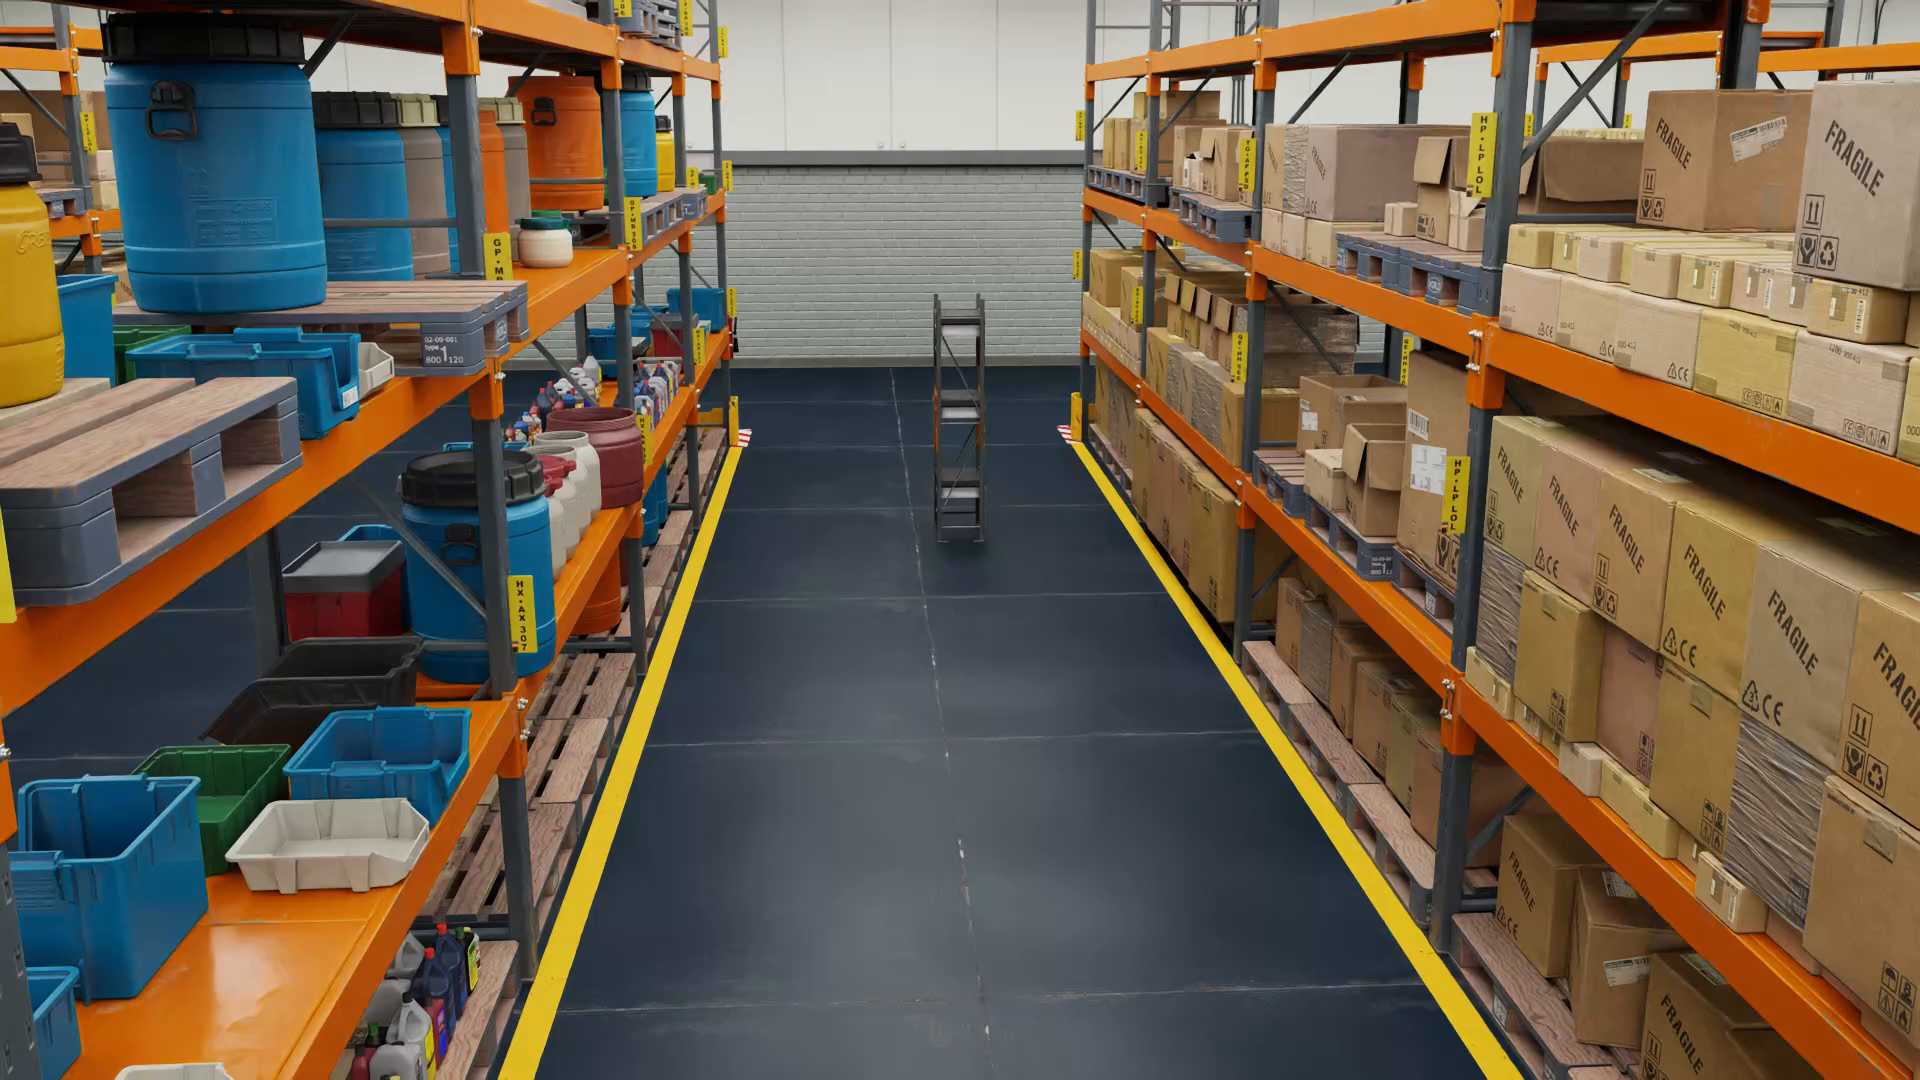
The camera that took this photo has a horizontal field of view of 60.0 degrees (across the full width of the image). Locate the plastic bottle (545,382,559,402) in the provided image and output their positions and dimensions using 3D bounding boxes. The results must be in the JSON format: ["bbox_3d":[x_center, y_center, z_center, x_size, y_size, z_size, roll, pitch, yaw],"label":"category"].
[{"bbox_3d":[-3.090,-1.026,12.593,0.144,0.351,0.185,-1,14,-3],"label":"plastic bottle"}]

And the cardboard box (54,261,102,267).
[{"bbox_3d":[-8.096,-2.253,15.057,0.500,0.500,0.500,-1,14,-5],"label":"cardboard box"}]

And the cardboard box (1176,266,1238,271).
[{"bbox_3d":[2.318,-2.304,15.659,0.500,0.500,0.500,-1,14,-3],"label":"cardboard box"}]

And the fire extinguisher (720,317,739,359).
[{"bbox_3d":[-2.631,-2.368,18.615,0.296,0.674,0.183,-1,14,-3],"label":"fire extinguisher"}]

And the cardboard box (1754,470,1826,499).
[{"bbox_3d":[2.976,0.046,5.525,0.500,0.500,0.500,-1,14,-3],"label":"cardboard box"}]

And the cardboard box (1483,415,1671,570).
[{"bbox_3d":[2.386,-0.195,6.459,0.500,0.500,0.500,-1,14,-3],"label":"cardboard box"}]

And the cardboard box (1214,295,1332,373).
[{"bbox_3d":[2.297,-1.507,12.150,0.797,0.503,0.637,-1,14,-2],"label":"cardboard box"}]

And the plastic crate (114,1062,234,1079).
[{"bbox_3d":[-1.819,1.338,3.837,0.298,0.136,0.250,-1,14,-3],"label":"plastic crate"}]

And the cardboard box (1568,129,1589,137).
[{"bbox_3d":[6.574,-4.208,17.340,0.380,0.149,0.250,-1,14,-3],"label":"cardboard box"}]

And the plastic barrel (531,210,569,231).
[{"bbox_3d":[-2.514,-1.869,10.063,0.294,0.245,0.294,0,14,0],"label":"plastic barrel"}]

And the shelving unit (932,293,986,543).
[{"bbox_3d":[-0.010,-1.058,14.425,0.431,2.100,0.503,-1,14,-3],"label":"shelving unit"}]

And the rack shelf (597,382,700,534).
[{"bbox_3d":[-2.704,-0.701,12.676,1.077,0.370,4.000,-1,14,-3],"label":"rack shelf"}]

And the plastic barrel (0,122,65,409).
[{"bbox_3d":[-2.282,-0.591,3.565,0.600,0.588,0.600,0,14,0],"label":"plastic barrel"}]

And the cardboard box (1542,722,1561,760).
[{"bbox_3d":[2.395,0.732,6.166,0.380,0.149,0.250,-1,14,-3],"label":"cardboard box"}]

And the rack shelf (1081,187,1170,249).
[{"bbox_3d":[1.992,-3.225,16.466,1.077,0.370,4.000,-1,14,-3],"label":"rack shelf"}]

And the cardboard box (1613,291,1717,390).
[{"bbox_3d":[2.442,-0.643,5.286,0.500,0.250,0.500,-1,15,-6],"label":"cardboard box"}]

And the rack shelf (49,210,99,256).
[{"bbox_3d":[-7.648,-2.078,12.008,1.077,0.370,4.000,-1,14,-3],"label":"rack shelf"}]

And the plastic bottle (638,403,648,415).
[{"bbox_3d":[-2.321,-0.862,12.114,0.097,0.271,0.097,0,14,0],"label":"plastic bottle"}]

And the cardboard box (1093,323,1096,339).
[{"bbox_3d":[1.611,-2.211,17.604,0.380,0.149,0.250,-1,14,-4],"label":"cardboard box"}]

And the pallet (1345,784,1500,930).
[{"bbox_3d":[2.562,1.523,8.184,1.003,0.211,1.213,-1,14,-3],"label":"pallet"}]

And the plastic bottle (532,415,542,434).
[{"bbox_3d":[-3.076,-0.806,12.037,0.097,0.201,0.097,0,14,0],"label":"plastic bottle"}]

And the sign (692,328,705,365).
[{"bbox_3d":[-2.279,-1.689,14.516,0.100,0.325,0.005,-1,14,-3],"label":"sign"}]

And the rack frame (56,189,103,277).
[{"bbox_3d":[-7.772,-1.472,14.226,1.000,3.000,0.127,-1,14,-3],"label":"rack frame"}]

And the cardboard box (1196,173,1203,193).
[{"bbox_3d":[2.058,-2.785,12.973,0.380,0.149,0.250,-1,15,-6],"label":"cardboard box"}]

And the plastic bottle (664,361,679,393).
[{"bbox_3d":[-2.481,-1.394,14.173,0.152,0.276,0.135,-1,14,-3],"label":"plastic bottle"}]

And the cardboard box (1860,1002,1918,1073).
[{"bbox_3d":[2.554,1.229,4.235,0.380,0.149,0.250,-1,14,-3],"label":"cardboard box"}]

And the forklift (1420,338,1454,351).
[{"bbox_3d":[5.101,-1.752,15.453,3.031,2.935,1.130,0,14,-2],"label":"forklift"}]

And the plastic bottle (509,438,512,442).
[{"bbox_3d":[-3.020,-0.579,11.156,0.097,0.201,0.097,0,14,0],"label":"plastic bottle"}]

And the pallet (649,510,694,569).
[{"bbox_3d":[-2.822,-0.004,14.118,1.003,0.211,1.213,-1,14,-3],"label":"pallet"}]

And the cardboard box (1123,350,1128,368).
[{"bbox_3d":[1.738,-1.700,15.620,0.380,0.149,0.250,-1,14,-4],"label":"cardboard box"}]

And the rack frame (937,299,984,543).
[{"bbox_3d":[0.005,-0.997,14.189,0.400,2.100,0.015,-1,14,-3],"label":"rack frame"}]

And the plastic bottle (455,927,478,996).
[{"bbox_3d":[-1.973,1.660,6.625,0.061,0.283,0.133,0,14,-1],"label":"plastic bottle"}]

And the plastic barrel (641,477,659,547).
[{"bbox_3d":[-2.767,-0.423,13.517,0.600,0.901,0.708,-1,14,-3],"label":"plastic barrel"}]

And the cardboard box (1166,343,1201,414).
[{"bbox_3d":[1.957,-1.304,13.375,0.500,0.500,0.500,-1,14,-5],"label":"cardboard box"}]

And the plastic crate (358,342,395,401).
[{"bbox_3d":[-1.829,-0.489,4.918,0.243,0.136,0.396,-1,14,-3],"label":"plastic crate"}]

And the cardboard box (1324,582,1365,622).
[{"bbox_3d":[2.478,0.304,9.955,0.500,0.250,0.500,1,14,3],"label":"cardboard box"}]

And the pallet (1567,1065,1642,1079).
[{"bbox_3d":[2.767,2.187,5.602,1.003,0.211,1.213,-1,14,-3],"label":"pallet"}]

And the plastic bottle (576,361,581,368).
[{"bbox_3d":[-3.223,-1.360,14.025,0.061,0.283,0.133,-1,14,-3],"label":"plastic bottle"}]

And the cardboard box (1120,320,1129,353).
[{"bbox_3d":[1.792,-1.929,15.709,0.500,0.250,0.500,0,14,-2],"label":"cardboard box"}]

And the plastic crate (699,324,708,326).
[{"bbox_3d":[-2.841,-2.171,17.353,0.396,0.136,0.243,-1,14,-3],"label":"plastic crate"}]

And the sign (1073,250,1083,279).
[{"bbox_3d":[1.314,-3.069,18.538,0.100,0.325,0.005,-1,14,-3],"label":"sign"}]

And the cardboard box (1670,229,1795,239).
[{"bbox_3d":[2.845,-1.063,6.118,0.380,0.149,0.250,-1,14,-3],"label":"cardboard box"}]

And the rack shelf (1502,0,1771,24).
[{"bbox_3d":[2.735,-1.692,4.493,1.077,0.370,4.000,-1,14,-3],"label":"rack shelf"}]

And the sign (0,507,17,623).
[{"bbox_3d":[-1.535,-0.027,2.574,0.100,0.325,0.005,-1,14,-3],"label":"sign"}]

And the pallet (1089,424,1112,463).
[{"bbox_3d":[1.996,-1.070,18.262,1.003,0.211,1.213,-1,14,-3],"label":"pallet"}]

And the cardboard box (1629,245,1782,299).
[{"bbox_3d":[2.392,-0.861,5.332,0.380,0.149,0.250,-1,14,-4],"label":"cardboard box"}]

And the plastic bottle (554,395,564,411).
[{"bbox_3d":[-2.969,-0.922,12.325,0.061,0.283,0.133,-1,14,-3],"label":"plastic bottle"}]

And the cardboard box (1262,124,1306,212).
[{"bbox_3d":[2.136,-2.251,10.032,0.500,0.500,0.500,-1,14,-3],"label":"cardboard box"}]

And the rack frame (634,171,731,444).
[{"bbox_3d":[-3.076,-2.542,18.386,1.000,3.000,0.127,-1,14,-3],"label":"rack frame"}]

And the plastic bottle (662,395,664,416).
[{"bbox_3d":[-2.384,-1.080,13.101,0.097,0.201,0.097,0,14,0],"label":"plastic bottle"}]

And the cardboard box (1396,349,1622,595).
[{"bbox_3d":[2.702,-0.328,7.733,1.000,1.000,1.000,-1,14,-3],"label":"cardboard box"}]

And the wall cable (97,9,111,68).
[{"bbox_3d":[-10.257,-7.690,22.452,3.097,2.526,0.112,-1,14,-3],"label":"wall cable"}]

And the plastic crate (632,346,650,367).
[{"bbox_3d":[-3.165,-1.717,15.612,0.437,0.125,0.590,-1,14,-3],"label":"plastic crate"}]

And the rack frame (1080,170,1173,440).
[{"bbox_3d":[1.868,-2.618,18.683,1.000,3.000,0.127,-1,14,-3],"label":"rack frame"}]
